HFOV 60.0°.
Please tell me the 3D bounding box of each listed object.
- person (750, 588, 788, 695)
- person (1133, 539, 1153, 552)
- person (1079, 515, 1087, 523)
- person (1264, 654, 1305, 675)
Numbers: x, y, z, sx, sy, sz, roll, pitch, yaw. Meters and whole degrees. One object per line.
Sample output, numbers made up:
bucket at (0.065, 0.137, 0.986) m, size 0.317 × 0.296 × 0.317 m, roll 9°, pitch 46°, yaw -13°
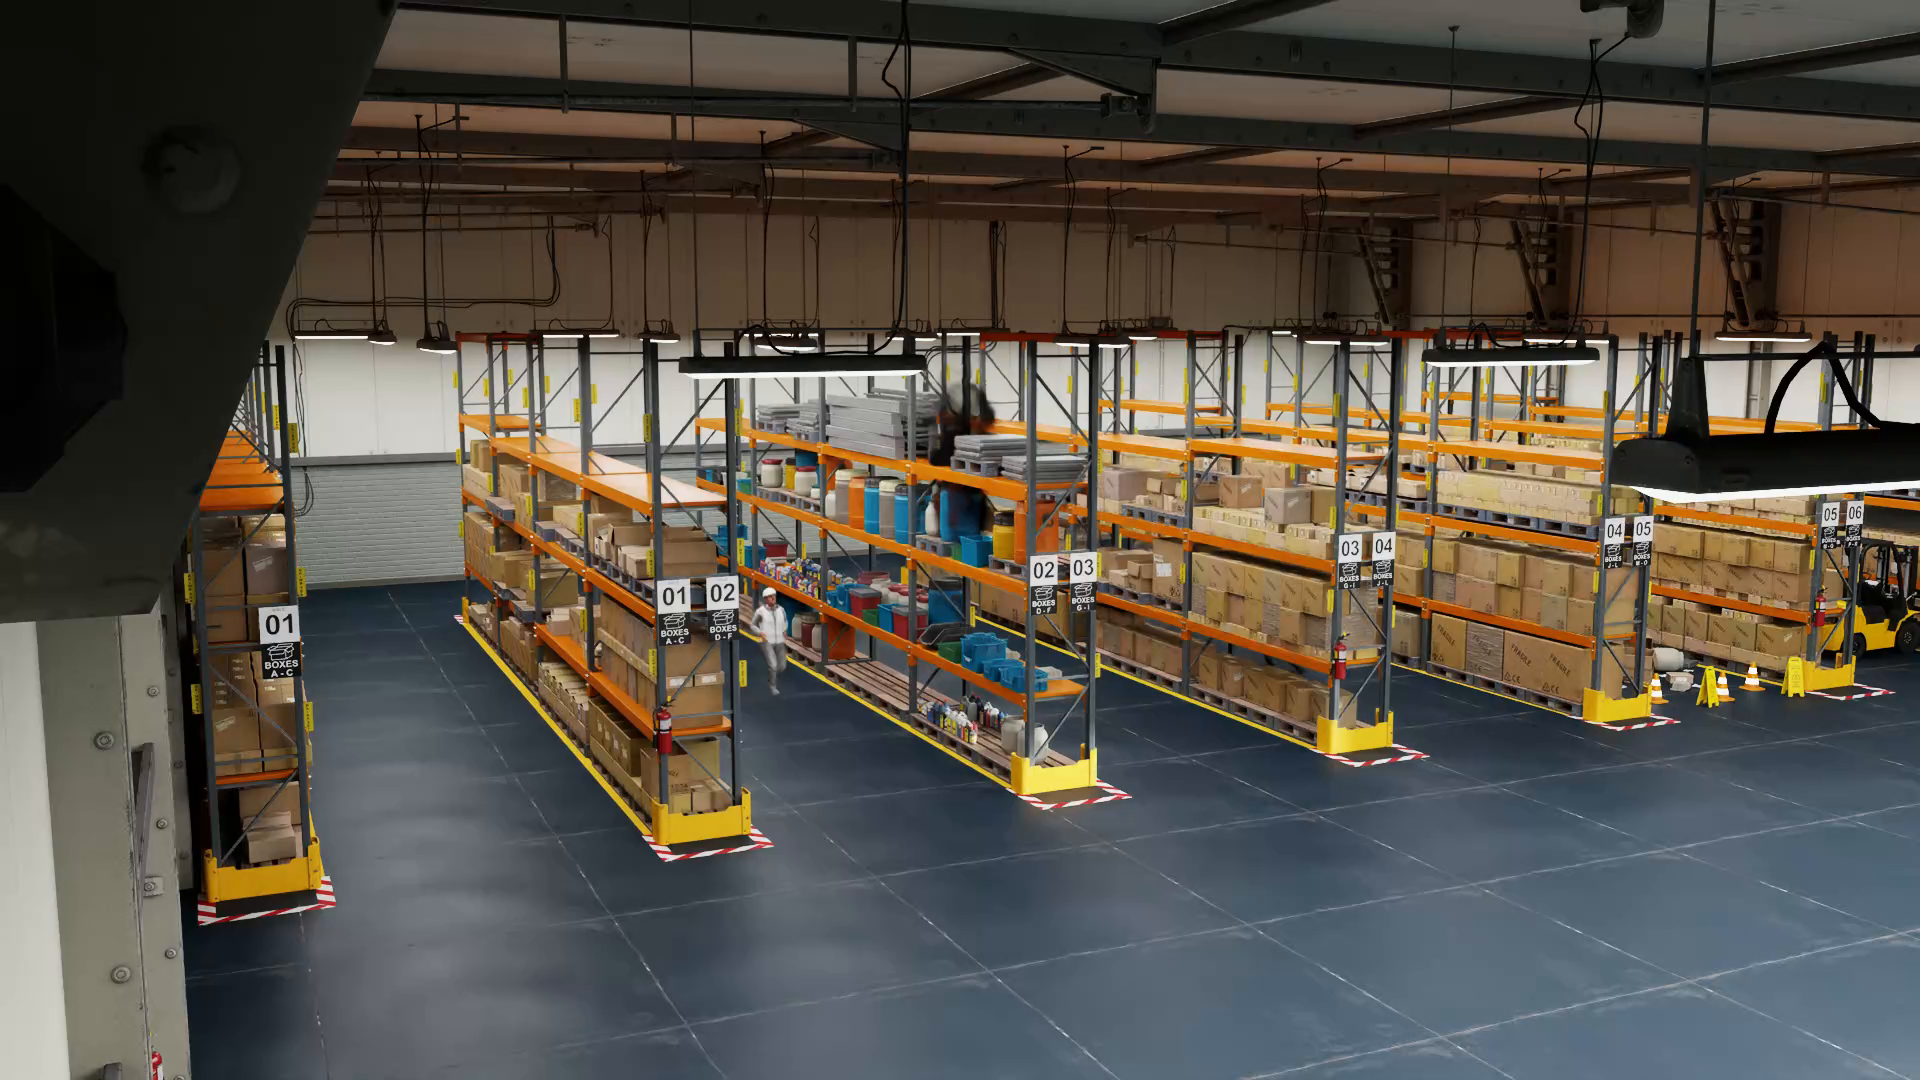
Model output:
person at (-3.026, 1.627, 26.627) m, size 0.659 × 1.737 × 0.565 m, roll -5°, pitch 9°, yaw -30°
person at (4.612, -0.107, 41.631) m, size 0.572 × 1.699 × 0.736 m, roll 5°, pitch 9°, yaw 32°
person at (3.107, -0.127, 41.531) m, size 0.631 × 1.772 × 0.731 m, roll -4°, pitch 9°, yaw -26°
person at (5.857, 1.499, 29.628) m, size 0.664 × 1.766 × 0.900 m, roll -4°, pitch 9°, yaw -29°
